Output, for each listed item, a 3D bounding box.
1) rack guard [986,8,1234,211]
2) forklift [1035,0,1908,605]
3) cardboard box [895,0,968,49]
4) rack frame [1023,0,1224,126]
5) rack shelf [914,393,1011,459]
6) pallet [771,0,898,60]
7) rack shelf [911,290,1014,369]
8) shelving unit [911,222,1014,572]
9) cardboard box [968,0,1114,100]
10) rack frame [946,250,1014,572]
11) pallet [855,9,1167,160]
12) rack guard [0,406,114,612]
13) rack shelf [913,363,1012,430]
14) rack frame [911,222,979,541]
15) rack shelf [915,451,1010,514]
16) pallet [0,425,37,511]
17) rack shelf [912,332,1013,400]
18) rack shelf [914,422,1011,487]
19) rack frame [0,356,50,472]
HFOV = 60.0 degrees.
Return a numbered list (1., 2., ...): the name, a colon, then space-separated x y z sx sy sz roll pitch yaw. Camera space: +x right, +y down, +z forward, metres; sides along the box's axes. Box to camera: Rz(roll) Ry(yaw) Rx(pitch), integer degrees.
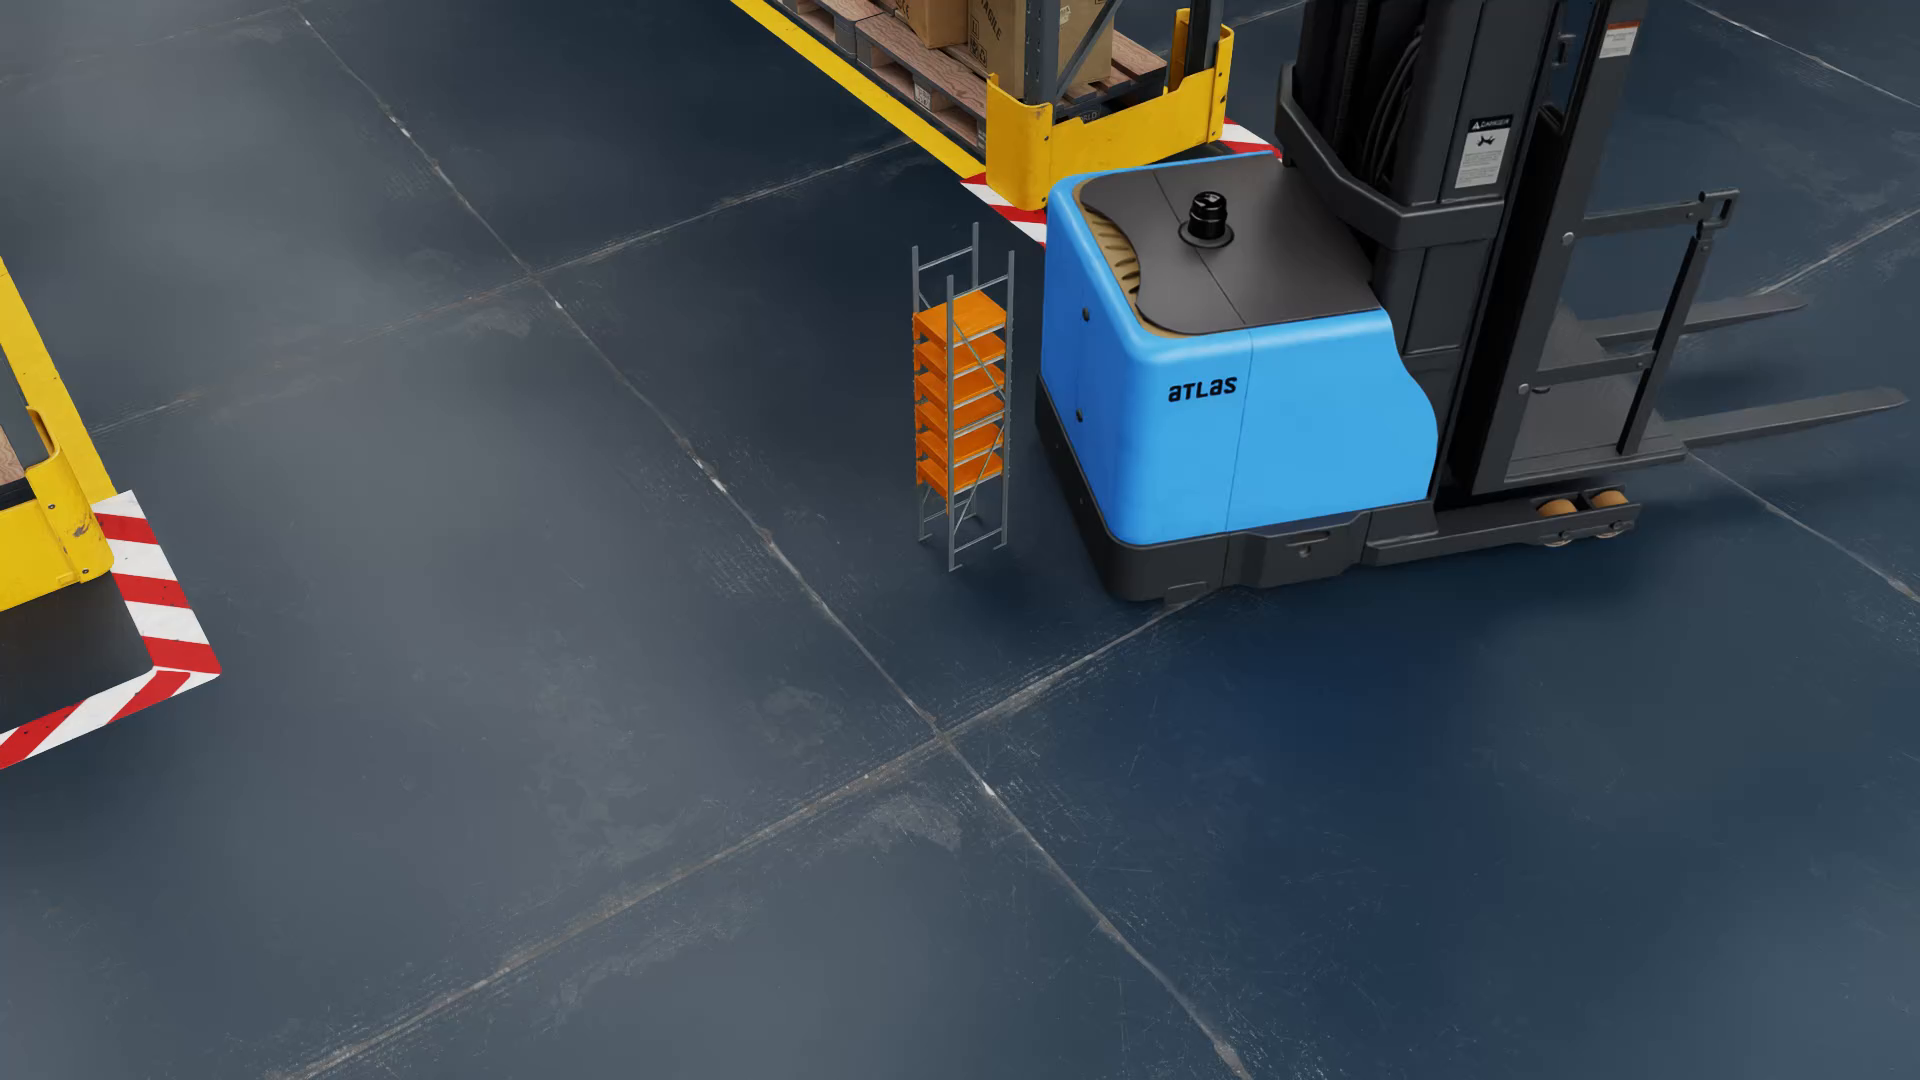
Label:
1. rack guard: 0.666 -1.926 7.406 1.175 0.500 0.348 -26 49 -24
2. forklift: 1.847 -1.384 5.077 3.031 2.935 1.130 -9 44 -10
3. cardboard box: -0.004 -2.720 7.933 0.500 0.500 0.500 -14 45 -14
4. rack frame: 0.709 -2.787 6.497 1.000 3.000 0.127 -26 49 -24
5. rack shelf: 0.008 -0.394 5.358 0.258 0.103 0.180 -26 49 -24
6. pallet: -0.464 -2.986 8.725 1.003 0.211 1.213 -26 49 -24
7. rack shelf: 0.008 -0.654 5.109 0.258 0.103 0.180 -26 49 -24
8. shelving unit: 0.008 -0.426 5.327 0.258 1.200 0.189 -26 49 -24
9. cardboard box: 0.366 -2.395 7.593 0.500 0.500 0.500 -17 46 -17
10. rack frame: 0.061 -0.374 5.273 0.240 1.200 0.006 -26 49 -24
11. pallet: 0.230 -2.296 8.002 1.003 0.211 1.213 -26 49 -24
12. rack guard: -3.435 0.049 5.337 1.175 0.500 0.348 -26 49 -24
13. rack shelf: 0.008 -0.480 5.275 0.258 0.103 0.180 -26 49 -24
14. rack frame: -0.044 -0.478 5.381 0.240 1.200 0.006 -26 49 -24
15. rack shelf: 0.008 -0.220 5.524 0.258 0.103 0.180 -26 49 -24
16. pallet: -3.896 -0.309 5.920 1.003 0.211 1.213 -26 49 -24
17. rack shelf: 0.008 -0.567 5.192 0.258 0.103 0.180 -26 49 -24
18. rack shelf: 0.008 -0.307 5.441 0.258 0.103 0.180 -26 49 -24
19. rack frame: -3.353 -0.831 4.448 1.000 3.000 0.127 -26 49 -24
